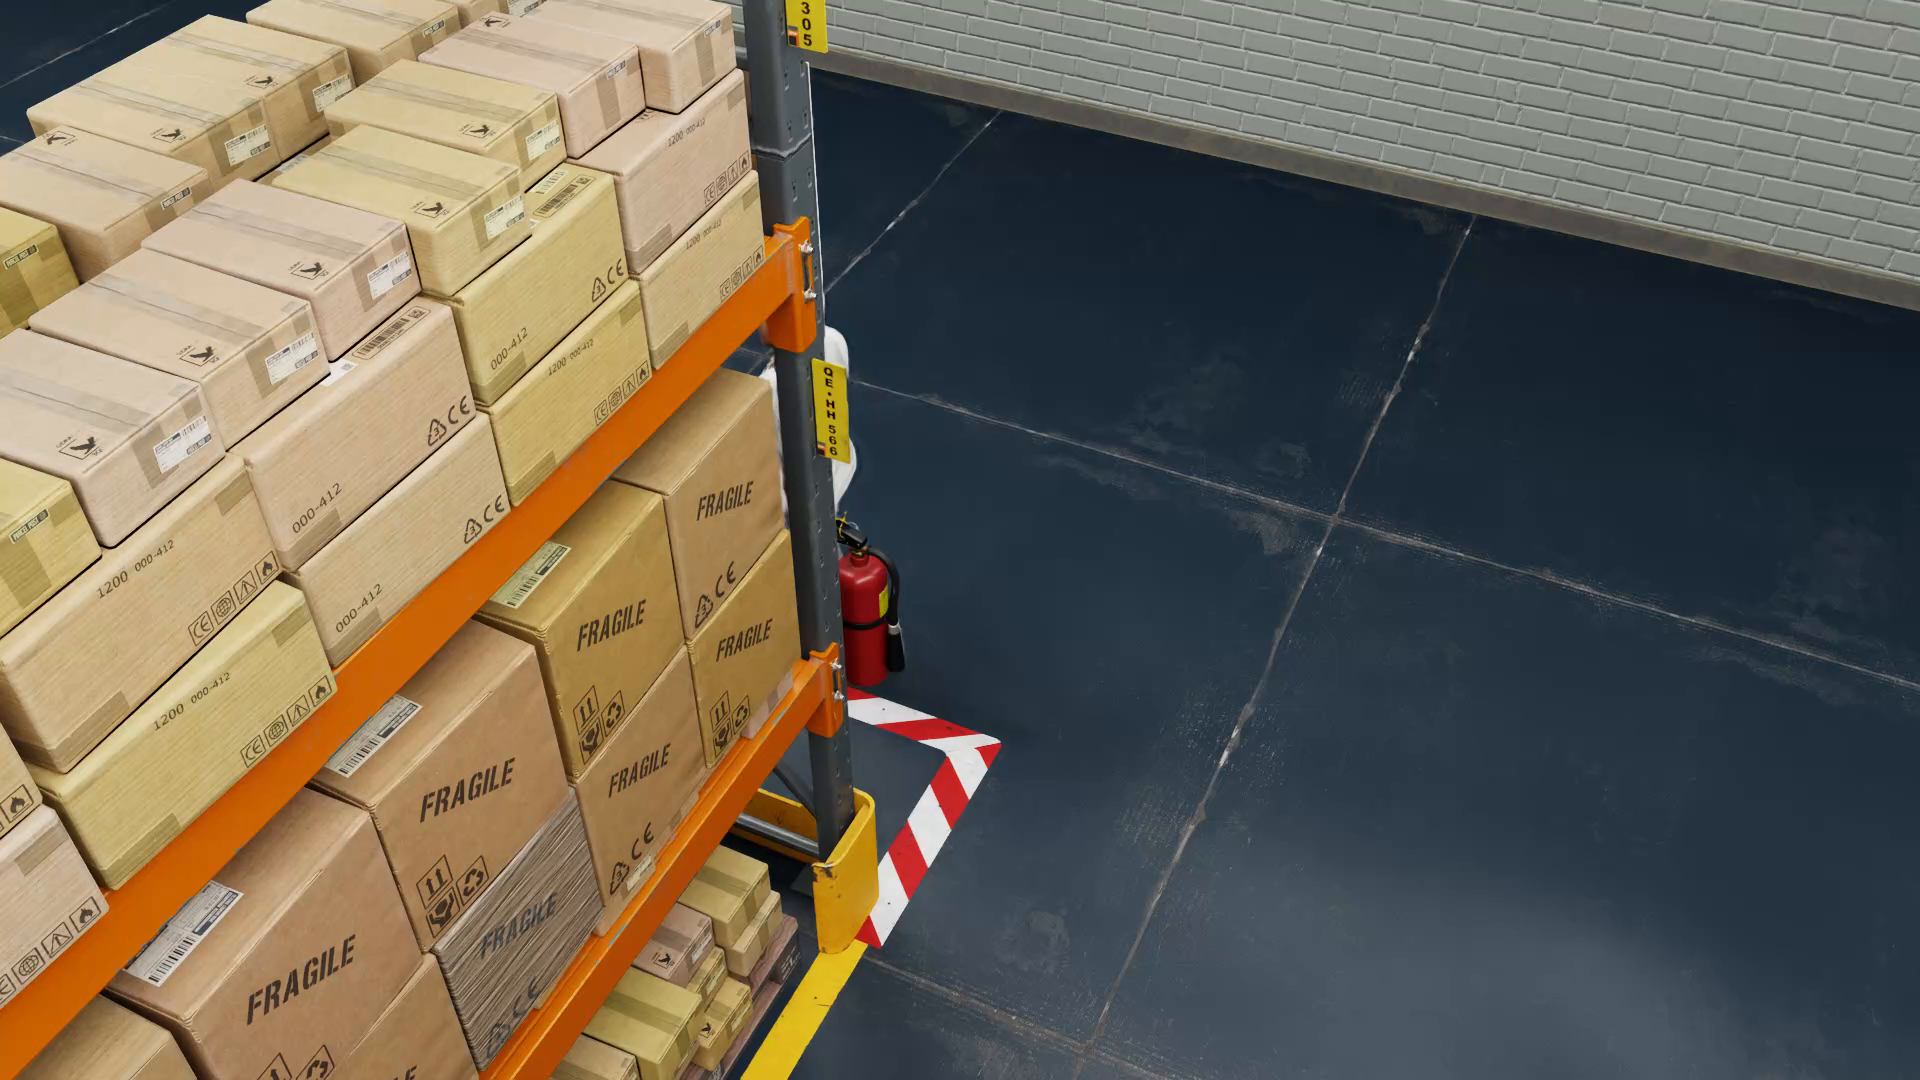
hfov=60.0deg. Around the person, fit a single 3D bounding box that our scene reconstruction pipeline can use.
[{"bbox_3d":[-0.577,-0.219,6.358,0.492,1.779,0.557,13,43,14],"label":"person"}]
